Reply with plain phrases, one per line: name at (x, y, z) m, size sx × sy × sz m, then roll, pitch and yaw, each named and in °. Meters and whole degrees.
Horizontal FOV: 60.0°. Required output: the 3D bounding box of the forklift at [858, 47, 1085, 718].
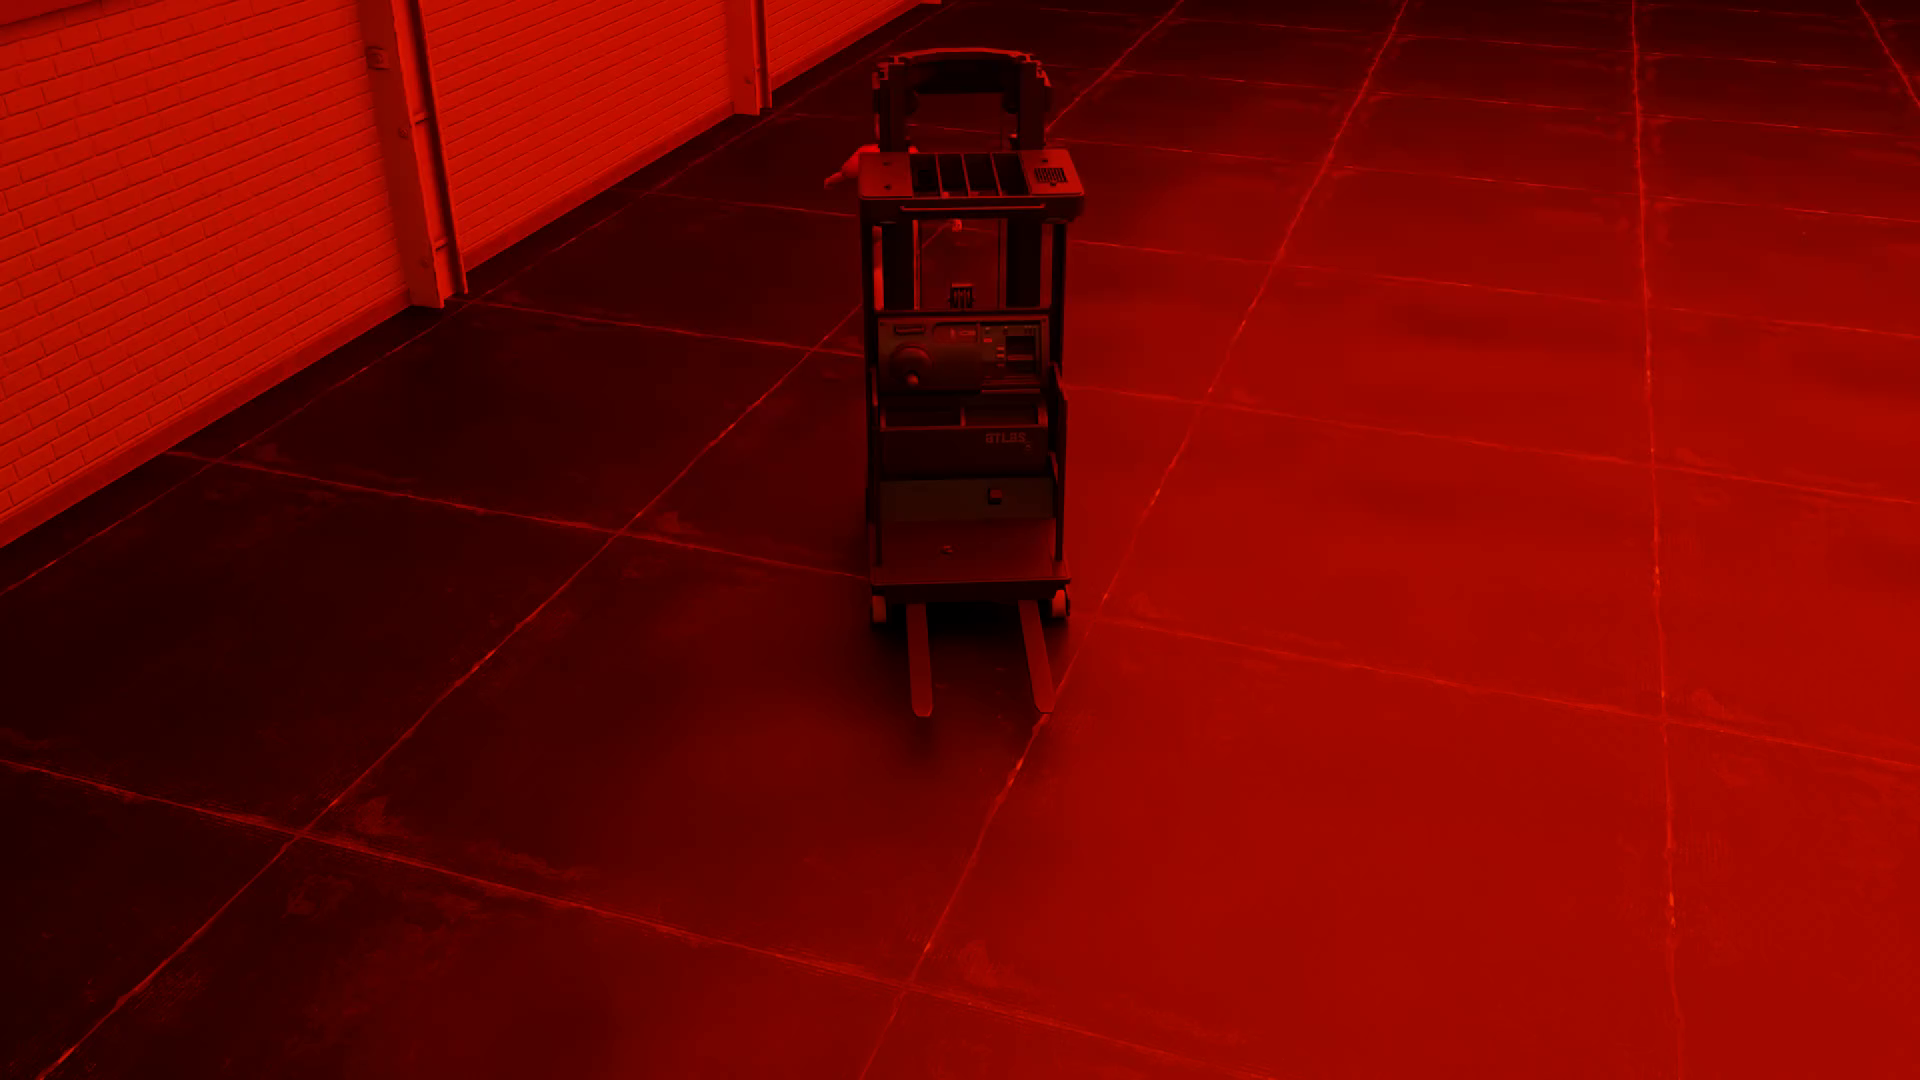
forklift at (0.035, -0.972, 8.842) m, size 1.130 × 2.935 × 3.031 m, roll -2°, pitch 30°, yaw -3°

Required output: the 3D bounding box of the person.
person at (-0.514, -2.475, 12.760) m, size 1.010 × 1.730 × 0.700 m, roll -4°, pitch 30°, yaw -7°
